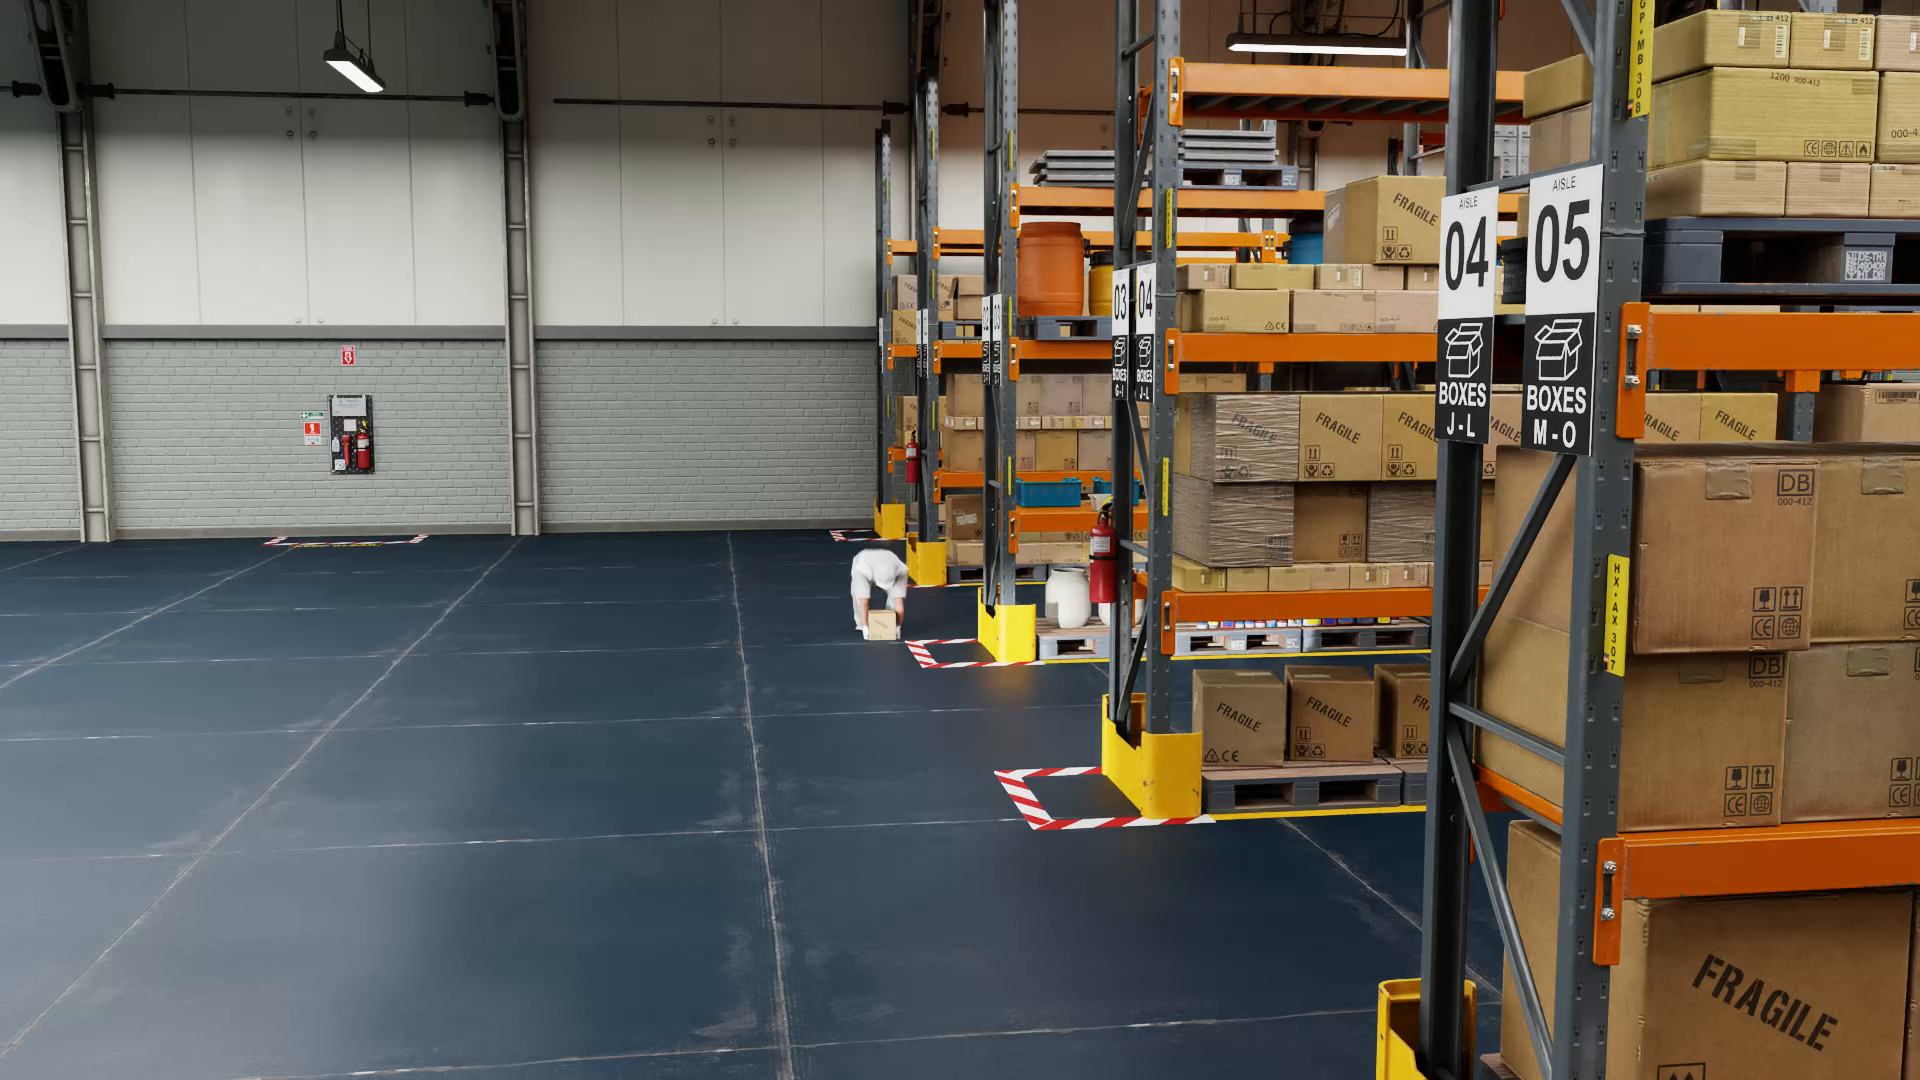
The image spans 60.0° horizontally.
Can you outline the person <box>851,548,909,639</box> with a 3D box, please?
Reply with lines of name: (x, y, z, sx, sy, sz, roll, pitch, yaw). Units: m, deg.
person: (-0.776, 0.505, 16.092, 0.550, 0.830, 0.989, -1, 6, -8)
